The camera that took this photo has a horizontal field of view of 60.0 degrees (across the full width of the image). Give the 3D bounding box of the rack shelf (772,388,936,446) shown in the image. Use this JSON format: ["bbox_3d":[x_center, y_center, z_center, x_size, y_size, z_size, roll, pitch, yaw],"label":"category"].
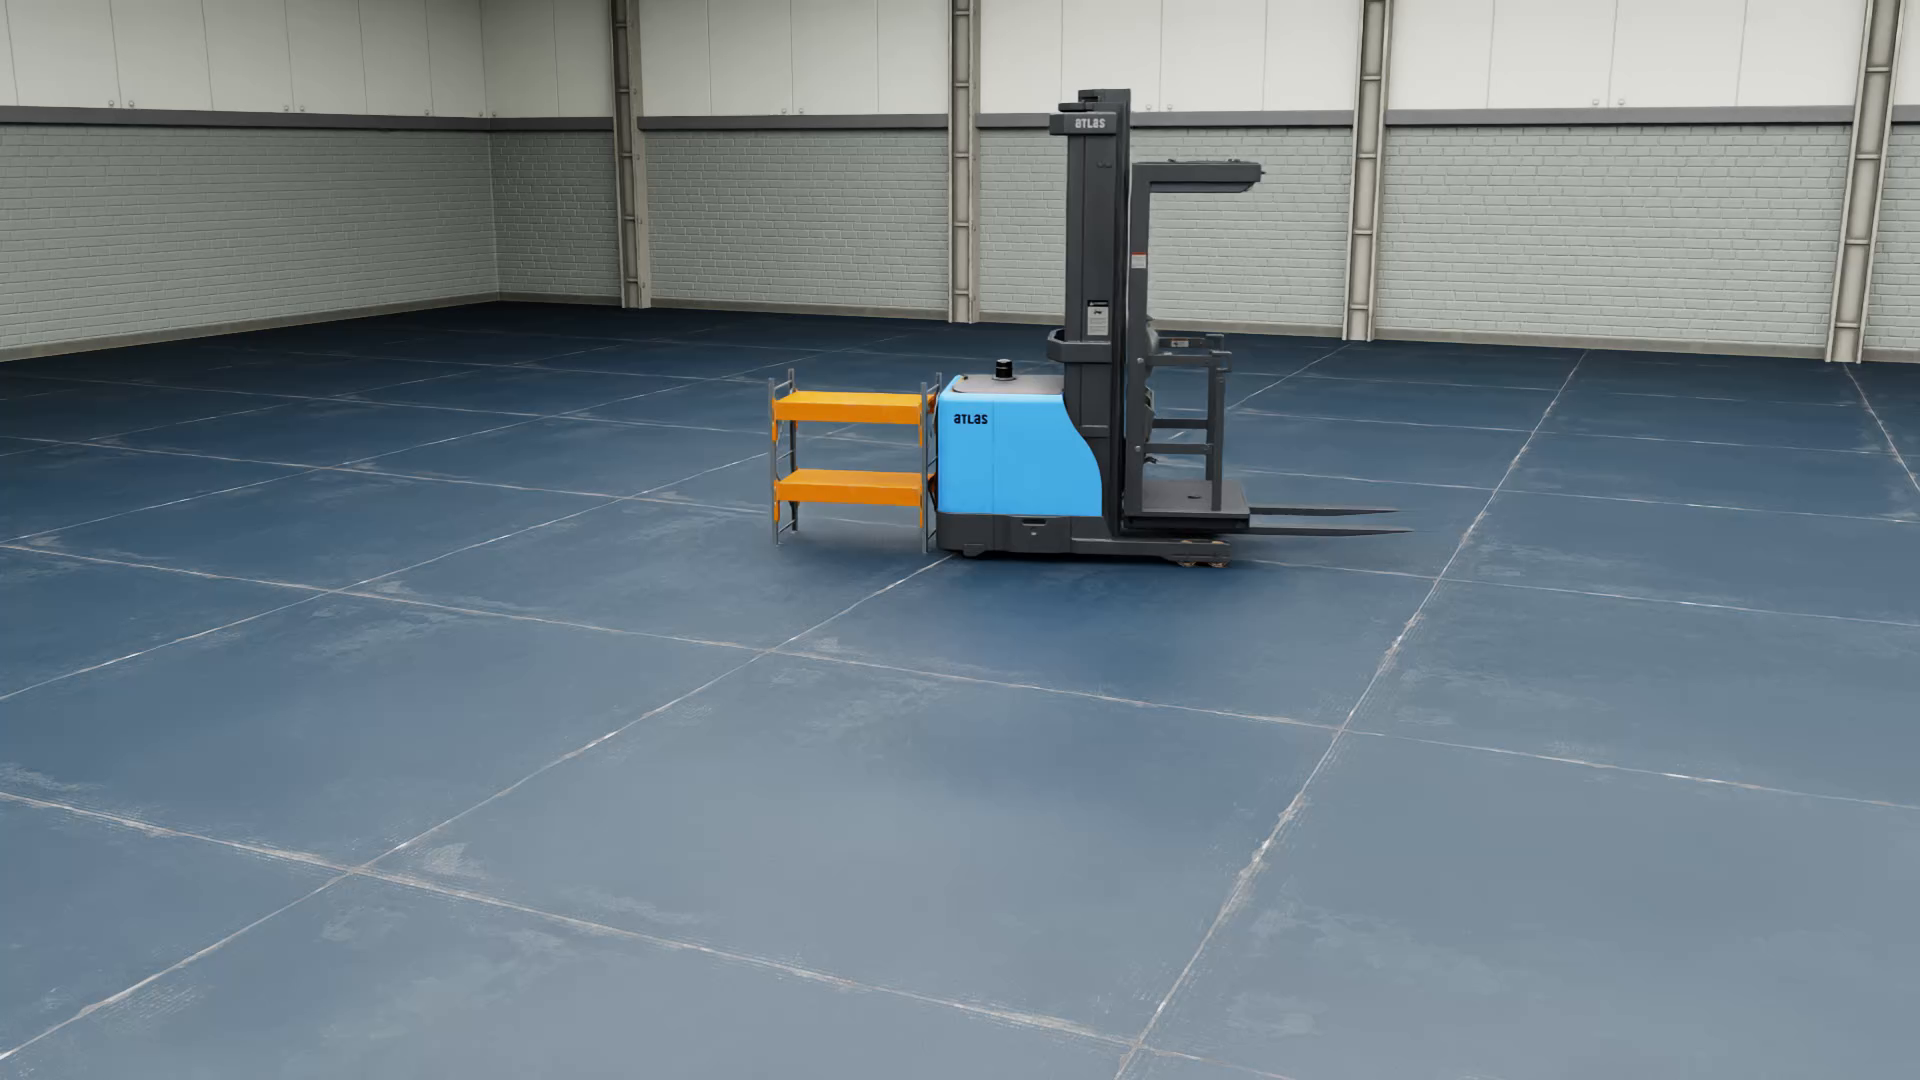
[{"bbox_3d":[-0.685,-0.818,10.998,1.000,0.278,0.538,3,13,11],"label":"rack shelf"}]

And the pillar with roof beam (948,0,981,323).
[{"bbox_3d":[-1.680,-6.831,20.669,0.400,9.000,9.100,6,14,23],"label":"pillar with roof beam"}]

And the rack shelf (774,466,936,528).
[{"bbox_3d":[-0.685,-0.295,11.120,1.000,0.278,0.538,3,13,11],"label":"rack shelf"}]

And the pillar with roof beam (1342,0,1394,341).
[{"bbox_3d":[3.806,-6.276,18.303,0.400,9.000,9.100,6,14,23],"label":"pillar with roof beam"}]

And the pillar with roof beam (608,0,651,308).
[{"bbox_3d":[-7.165,-7.386,23.035,0.400,9.000,9.100,6,14,23],"label":"pillar with roof beam"}]

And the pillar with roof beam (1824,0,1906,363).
[{"bbox_3d":[9.292,-5.721,15.937,0.400,9.000,9.100,6,14,23],"label":"pillar with roof beam"}]

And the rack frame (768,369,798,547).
[{"bbox_3d":[-1.184,-0.555,11.159,0.032,1.125,0.500,3,13,11],"label":"rack frame"}]

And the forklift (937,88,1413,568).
[{"bbox_3d":[1.400,-1.380,10.722,3.031,2.935,1.130,1,13,6],"label":"forklift"}]

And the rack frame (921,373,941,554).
[{"bbox_3d":[-0.186,-0.511,10.970,0.032,1.125,0.500,3,13,11],"label":"rack frame"}]

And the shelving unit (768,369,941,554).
[{"bbox_3d":[-0.685,-0.533,11.065,1.048,1.125,0.538,3,13,11],"label":"shelving unit"}]
